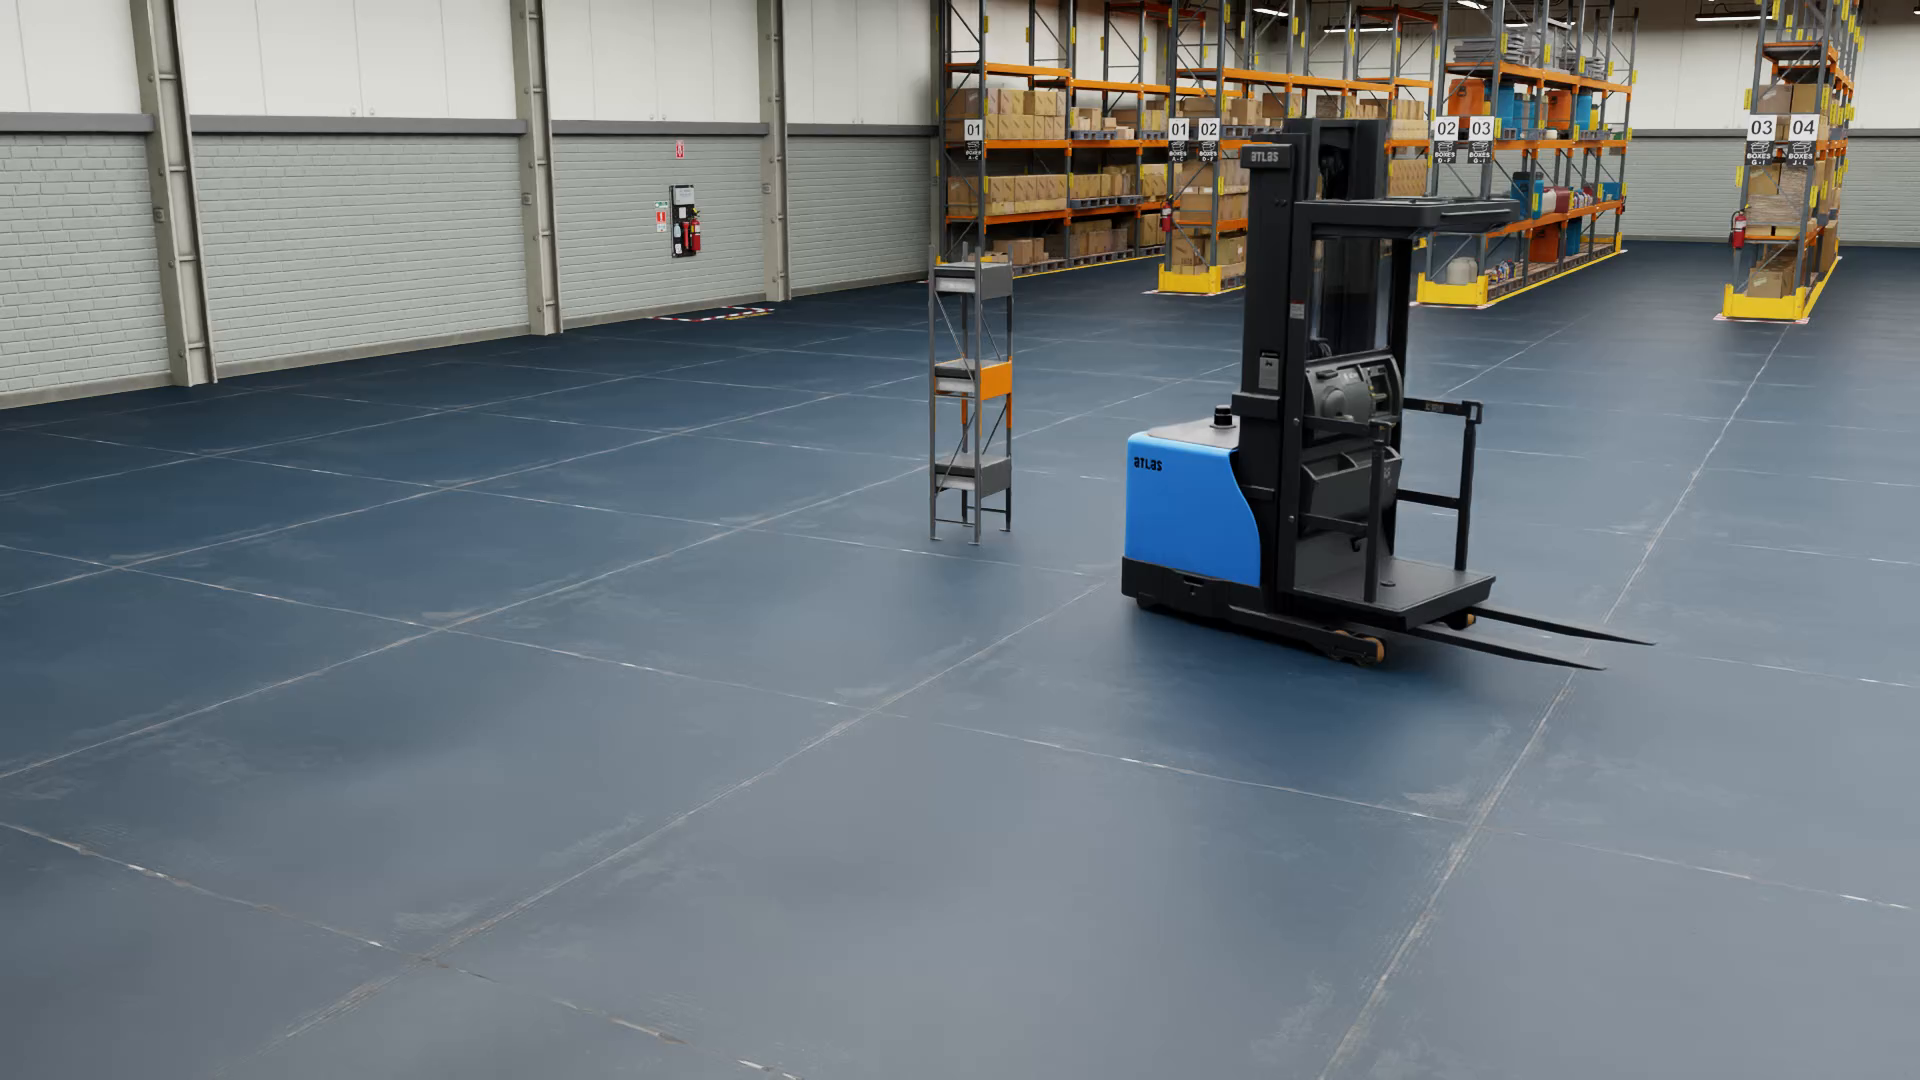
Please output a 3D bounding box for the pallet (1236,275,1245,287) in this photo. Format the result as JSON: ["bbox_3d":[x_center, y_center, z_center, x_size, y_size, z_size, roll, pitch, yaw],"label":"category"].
[{"bbox_3d":[5.304,-5.261,33.405,1.003,0.211,1.213,7,15,28],"label":"pallet"}]

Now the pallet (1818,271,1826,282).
[{"bbox_3d":[17.365,-5.521,34.485,1.003,0.211,1.213,7,15,28],"label":"pallet"}]

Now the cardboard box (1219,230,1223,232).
[{"bbox_3d":[6.790,-8.566,45.604,0.700,0.500,0.500,8,16,29],"label":"cardboard box"}]

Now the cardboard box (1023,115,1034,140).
[{"bbox_3d":[1.201,-8.648,34.850,0.500,0.500,0.500,8,16,31],"label":"cardboard box"}]

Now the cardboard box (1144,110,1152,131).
[{"bbox_3d":[4.303,-10.349,41.007,0.700,0.500,0.500,6,15,25],"label":"cardboard box"}]

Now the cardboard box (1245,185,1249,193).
[{"bbox_3d":[5.502,-6.941,32.826,0.380,0.149,0.250,8,15,29],"label":"cardboard box"}]

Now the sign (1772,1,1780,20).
[{"bbox_3d":[14.495,-9.412,29.543,0.100,0.325,0.005,7,15,28],"label":"sign"}]

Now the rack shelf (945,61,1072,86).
[{"bbox_3d":[1.009,-9.741,34.782,1.077,0.370,4.000,7,15,28],"label":"rack shelf"}]

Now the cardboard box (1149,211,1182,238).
[{"bbox_3d":[5.215,-8.056,42.741,0.750,0.750,0.750,8,16,30],"label":"cardboard box"}]

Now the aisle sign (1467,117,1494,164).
[{"bbox_3d":[8.936,-6.859,28.539,0.394,0.787,0.004,7,15,28],"label":"aisle sign"}]

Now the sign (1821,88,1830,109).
[{"bbox_3d":[13.525,-6.904,26.006,0.100,0.325,0.005,7,15,28],"label":"sign"}]

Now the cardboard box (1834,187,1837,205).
[{"bbox_3d":[18.864,-7.466,36.389,0.500,0.500,0.500,7,15,28],"label":"cardboard box"}]

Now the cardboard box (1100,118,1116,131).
[{"bbox_3d":[3.201,-9.670,39.081,0.797,0.503,0.637,10,17,36],"label":"cardboard box"}]

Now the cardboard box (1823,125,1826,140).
[{"bbox_3d":[14.489,-6.954,28.398,0.500,0.250,0.500,7,15,28],"label":"cardboard box"}]

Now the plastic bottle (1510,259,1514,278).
[{"bbox_3d":[10.589,-5.225,32.022,0.144,0.351,0.185,7,15,27],"label":"plastic bottle"}]

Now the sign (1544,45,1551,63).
[{"bbox_3d":[11.124,-9.214,31.500,0.100,0.325,0.005,7,15,28],"label":"sign"}]

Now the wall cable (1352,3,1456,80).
[{"bbox_3d":[13.192,-14.724,49.757,3.097,2.526,0.112,7,15,28],"label":"wall cable"}]

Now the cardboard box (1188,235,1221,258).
[{"bbox_3d":[4.849,-5.788,33.013,0.500,0.500,0.500,7,15,28],"label":"cardboard box"}]

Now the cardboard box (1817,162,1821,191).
[{"bbox_3d":[14.043,-6.048,27.739,0.500,0.500,0.500,7,15,28],"label":"cardboard box"}]

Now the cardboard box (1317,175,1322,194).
[{"bbox_3d":[8.453,-8.241,38.709,0.700,0.500,0.500,2,14,9],"label":"cardboard box"}]

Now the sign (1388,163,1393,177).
[{"bbox_3d":[10.669,-9.168,41.192,0.100,0.325,0.005,7,15,28],"label":"sign"}]

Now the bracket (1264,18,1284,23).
[{"bbox_3d":[9.696,-15.777,50.594,0.076,0.066,3.189,7,15,28],"label":"bracket"}]

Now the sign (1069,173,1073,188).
[{"bbox_3d":[2.454,-7.948,36.752,0.100,0.325,0.005,7,15,28],"label":"sign"}]

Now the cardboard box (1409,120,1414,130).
[{"bbox_3d":[11.367,-10.674,42.762,0.500,0.250,0.500,7,15,28],"label":"cardboard box"}]

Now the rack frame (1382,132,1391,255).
[{"bbox_3d":[10.181,-8.667,41.585,1.000,3.000,0.127,7,15,28],"label":"rack frame"}]

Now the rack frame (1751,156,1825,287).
[{"bbox_3d":[14.984,-5.903,30.119,1.000,3.000,0.127,7,15,28],"label":"rack frame"}]

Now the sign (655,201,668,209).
[{"bbox_3d":[-4.853,-5.447,27.021,0.001,0.109,0.331,7,15,28],"label":"sign"}]

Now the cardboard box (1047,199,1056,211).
[{"bbox_3d":[1.764,-7.291,36.152,0.500,0.250,0.500,7,15,28],"label":"cardboard box"}]

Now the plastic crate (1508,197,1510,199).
[{"bbox_3d":[10.909,-6.718,33.533,0.392,0.384,0.575,7,15,28],"label":"plastic crate"}]

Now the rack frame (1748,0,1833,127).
[{"bbox_3d":[13.050,-7.999,26.011,1.000,3.000,0.127,7,15,28],"label":"rack frame"}]

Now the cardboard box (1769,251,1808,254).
[{"bbox_3d":[15.817,-5.236,31.746,0.700,0.500,0.500,6,15,23],"label":"cardboard box"}]

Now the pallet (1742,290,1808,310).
[{"bbox_3d":[14.101,-4.154,28.815,1.003,0.211,1.213,7,15,28],"label":"pallet"}]

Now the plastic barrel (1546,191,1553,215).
[{"bbox_3d":[12.068,-7.017,34.503,0.421,0.512,0.421,0,14,0],"label":"plastic barrel"}]

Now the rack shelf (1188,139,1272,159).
[{"bbox_3d":[5.347,-7.724,32.808,1.077,0.370,4.000,7,15,28],"label":"rack shelf"}]

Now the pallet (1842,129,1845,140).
[{"bbox_3d":[15.874,-7.598,31.148,1.213,0.211,1.003,7,15,28],"label":"pallet"}]

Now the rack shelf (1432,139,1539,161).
[{"bbox_3d":[9.681,-7.162,30.477,1.077,0.370,4.000,7,15,28],"label":"rack shelf"}]

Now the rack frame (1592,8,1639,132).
[{"bbox_3d":[16.449,-11.843,41.955,1.000,3.000,0.127,7,15,28],"label":"rack frame"}]

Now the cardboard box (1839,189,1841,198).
[{"bbox_3d":[20.783,-8.307,39.776,0.500,0.250,0.500,7,15,27],"label":"cardboard box"}]

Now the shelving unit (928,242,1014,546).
[{"bbox_3d":[0.080,-1.055,11.928,0.431,2.100,0.503,7,15,28],"label":"shelving unit"}]

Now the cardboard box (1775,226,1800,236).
[{"bbox_3d":[13.397,-4.992,26.874,0.380,0.149,0.250,7,15,28],"label":"cardboard box"}]

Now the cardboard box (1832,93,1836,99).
[{"bbox_3d":[19.311,-9.861,37.212,0.500,0.250,0.500,6,15,24],"label":"cardboard box"}]

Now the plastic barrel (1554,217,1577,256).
[{"bbox_3d":[13.895,-7.035,38.393,0.600,0.901,0.708,7,15,28],"label":"plastic barrel"}]

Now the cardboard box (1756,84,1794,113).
[{"bbox_3d":[13.578,-7.323,27.696,0.500,0.500,0.500,7,15,28],"label":"cardboard box"}]

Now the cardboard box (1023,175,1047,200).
[{"bbox_3d":[1.529,-7.551,35.631,0.500,0.500,0.500,7,15,26],"label":"cardboard box"}]

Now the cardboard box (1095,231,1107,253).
[{"bbox_3d":[3.041,-7.055,39.290,0.700,0.500,0.500,7,15,28],"label":"cardboard box"}]

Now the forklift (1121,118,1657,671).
[{"bbox_3d":[2.402,-0.862,9.354,1.130,2.935,3.031,-13,19,-43],"label":"forklift"}]

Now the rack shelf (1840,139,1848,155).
[{"bbox_3d":[19.818,-9.063,38.361,1.077,0.370,4.000,7,15,28],"label":"rack shelf"}]

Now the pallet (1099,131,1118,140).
[{"bbox_3d":[2.866,-9.281,38.132,1.213,0.211,1.003,7,15,28],"label":"pallet"}]

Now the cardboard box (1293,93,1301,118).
[{"bbox_3d":[6.901,-9.222,35.308,0.500,0.500,0.500,9,16,33],"label":"cardboard box"}]
